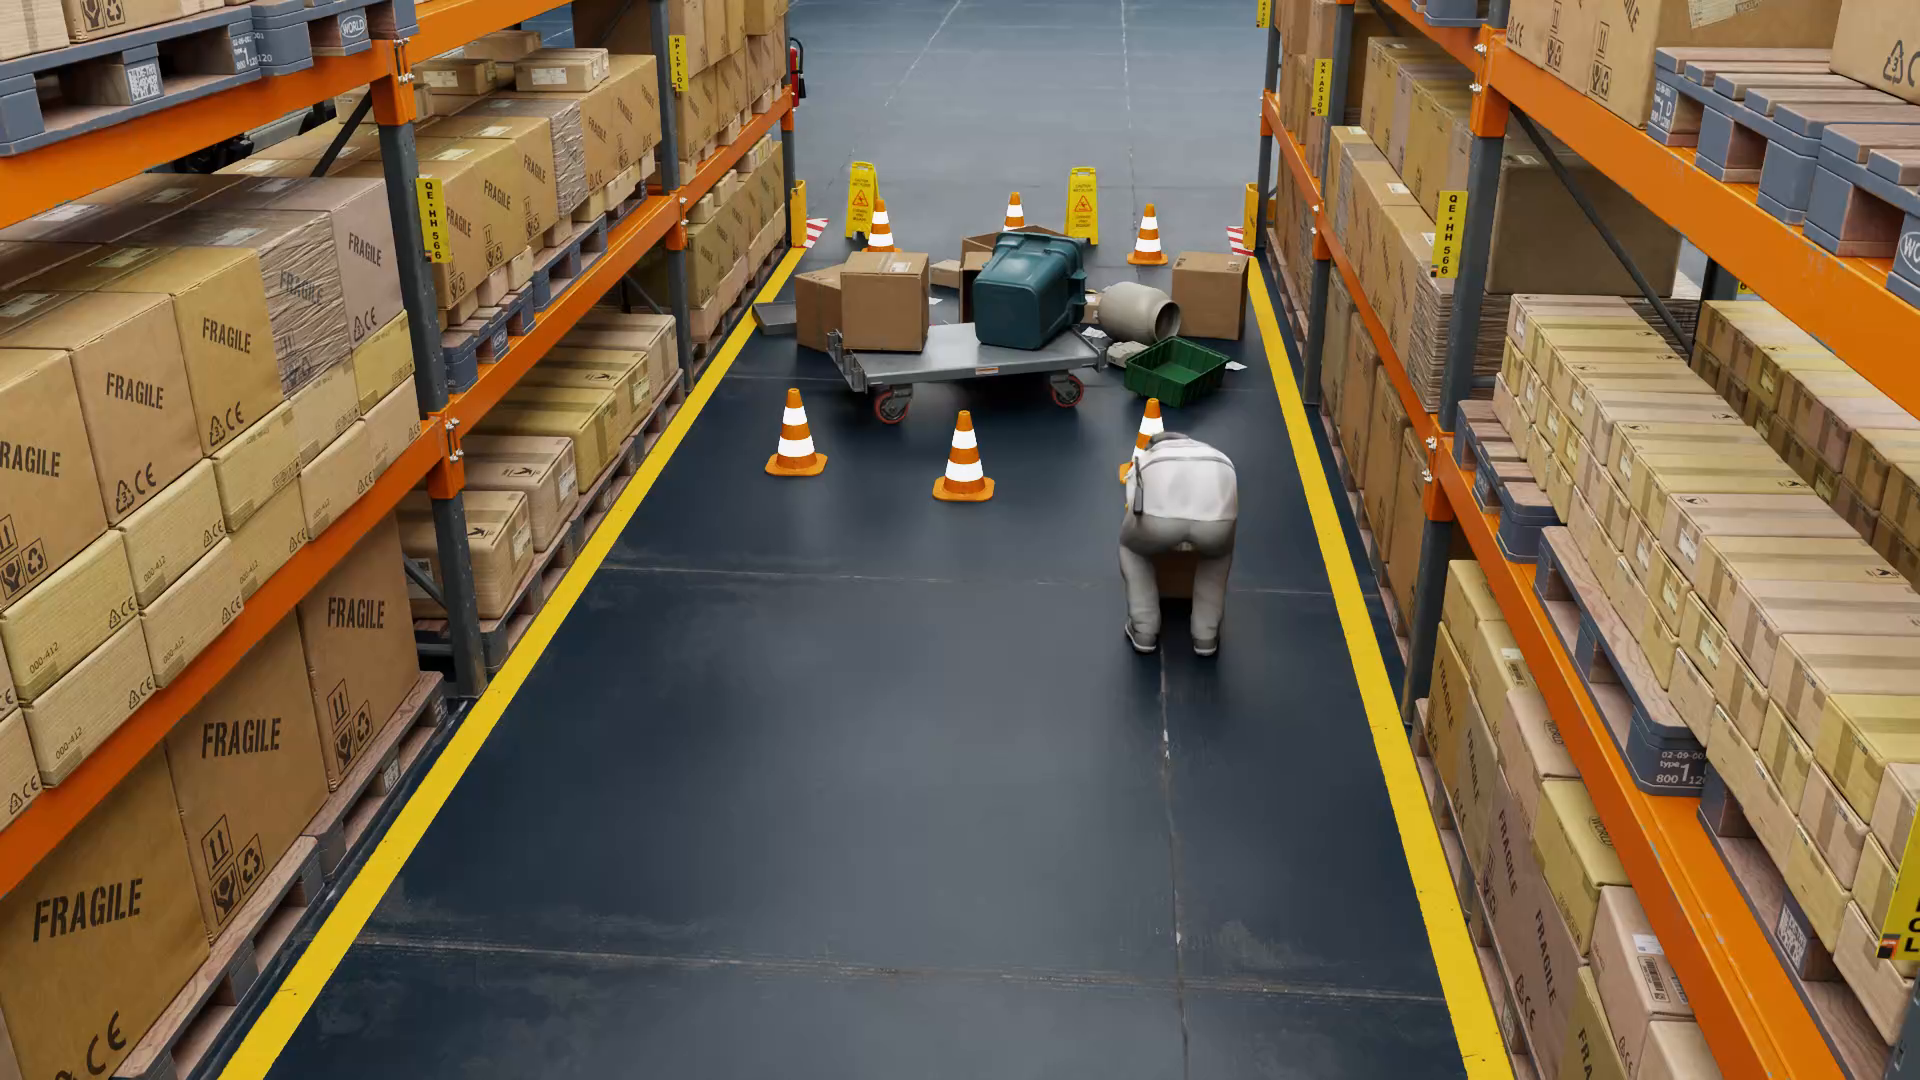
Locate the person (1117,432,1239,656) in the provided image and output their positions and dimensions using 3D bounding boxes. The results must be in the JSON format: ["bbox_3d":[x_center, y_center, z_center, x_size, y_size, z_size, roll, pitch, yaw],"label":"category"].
[{"bbox_3d":[0.992,-0.047,7.653,0.538,0.966,1.023,1,24,2],"label":"person"}]
